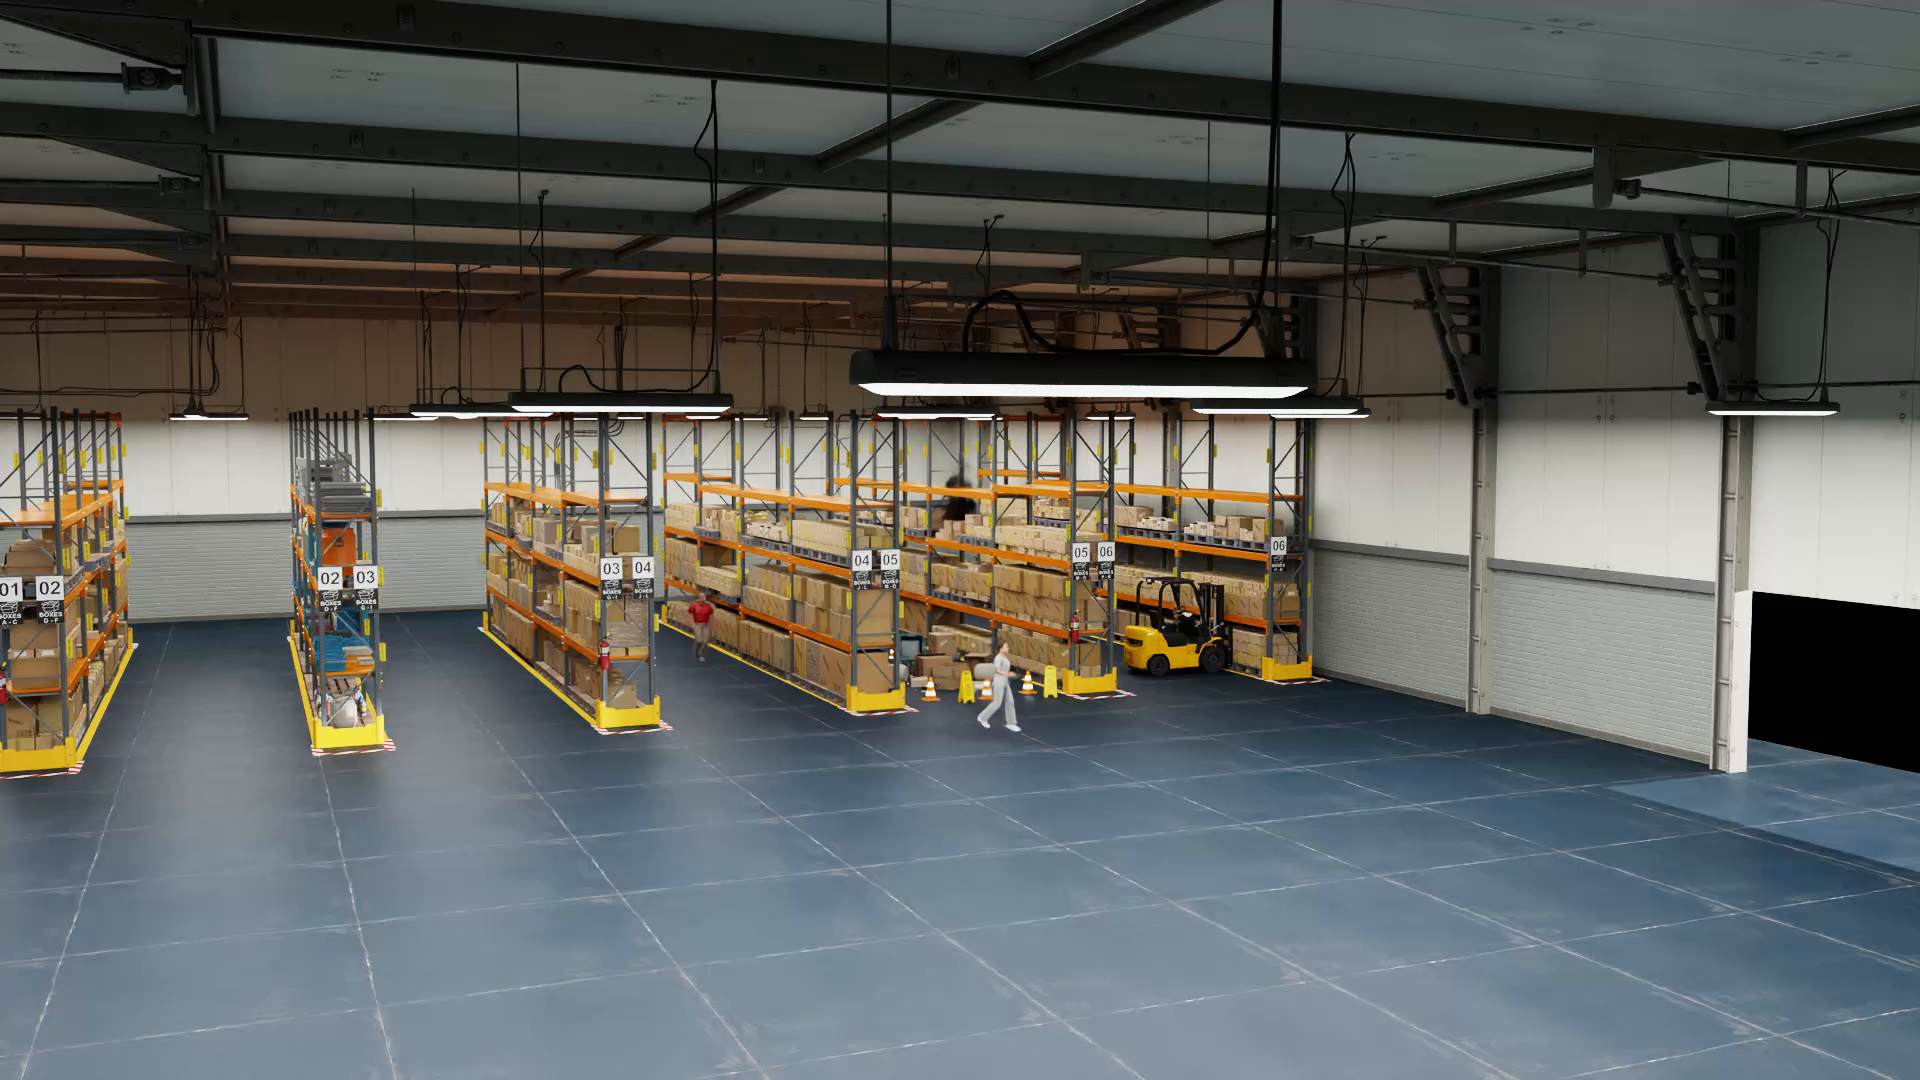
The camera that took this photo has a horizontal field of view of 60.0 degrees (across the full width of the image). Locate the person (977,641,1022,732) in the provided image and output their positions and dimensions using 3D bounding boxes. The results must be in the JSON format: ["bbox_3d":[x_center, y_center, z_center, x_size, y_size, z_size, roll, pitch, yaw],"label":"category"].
[{"bbox_3d":[0.742,2.714,30.995,0.853,1.698,0.583,1,4,20],"label":"person"}]

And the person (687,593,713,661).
[{"bbox_3d":[-6.209,2.094,39.989,0.609,1.665,0.619,-2,4,-26],"label":"person"}]

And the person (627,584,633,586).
[{"bbox_3d":[-9.677,1.513,47.888,0.704,1.742,0.786,2,4,24],"label":"person"}]
